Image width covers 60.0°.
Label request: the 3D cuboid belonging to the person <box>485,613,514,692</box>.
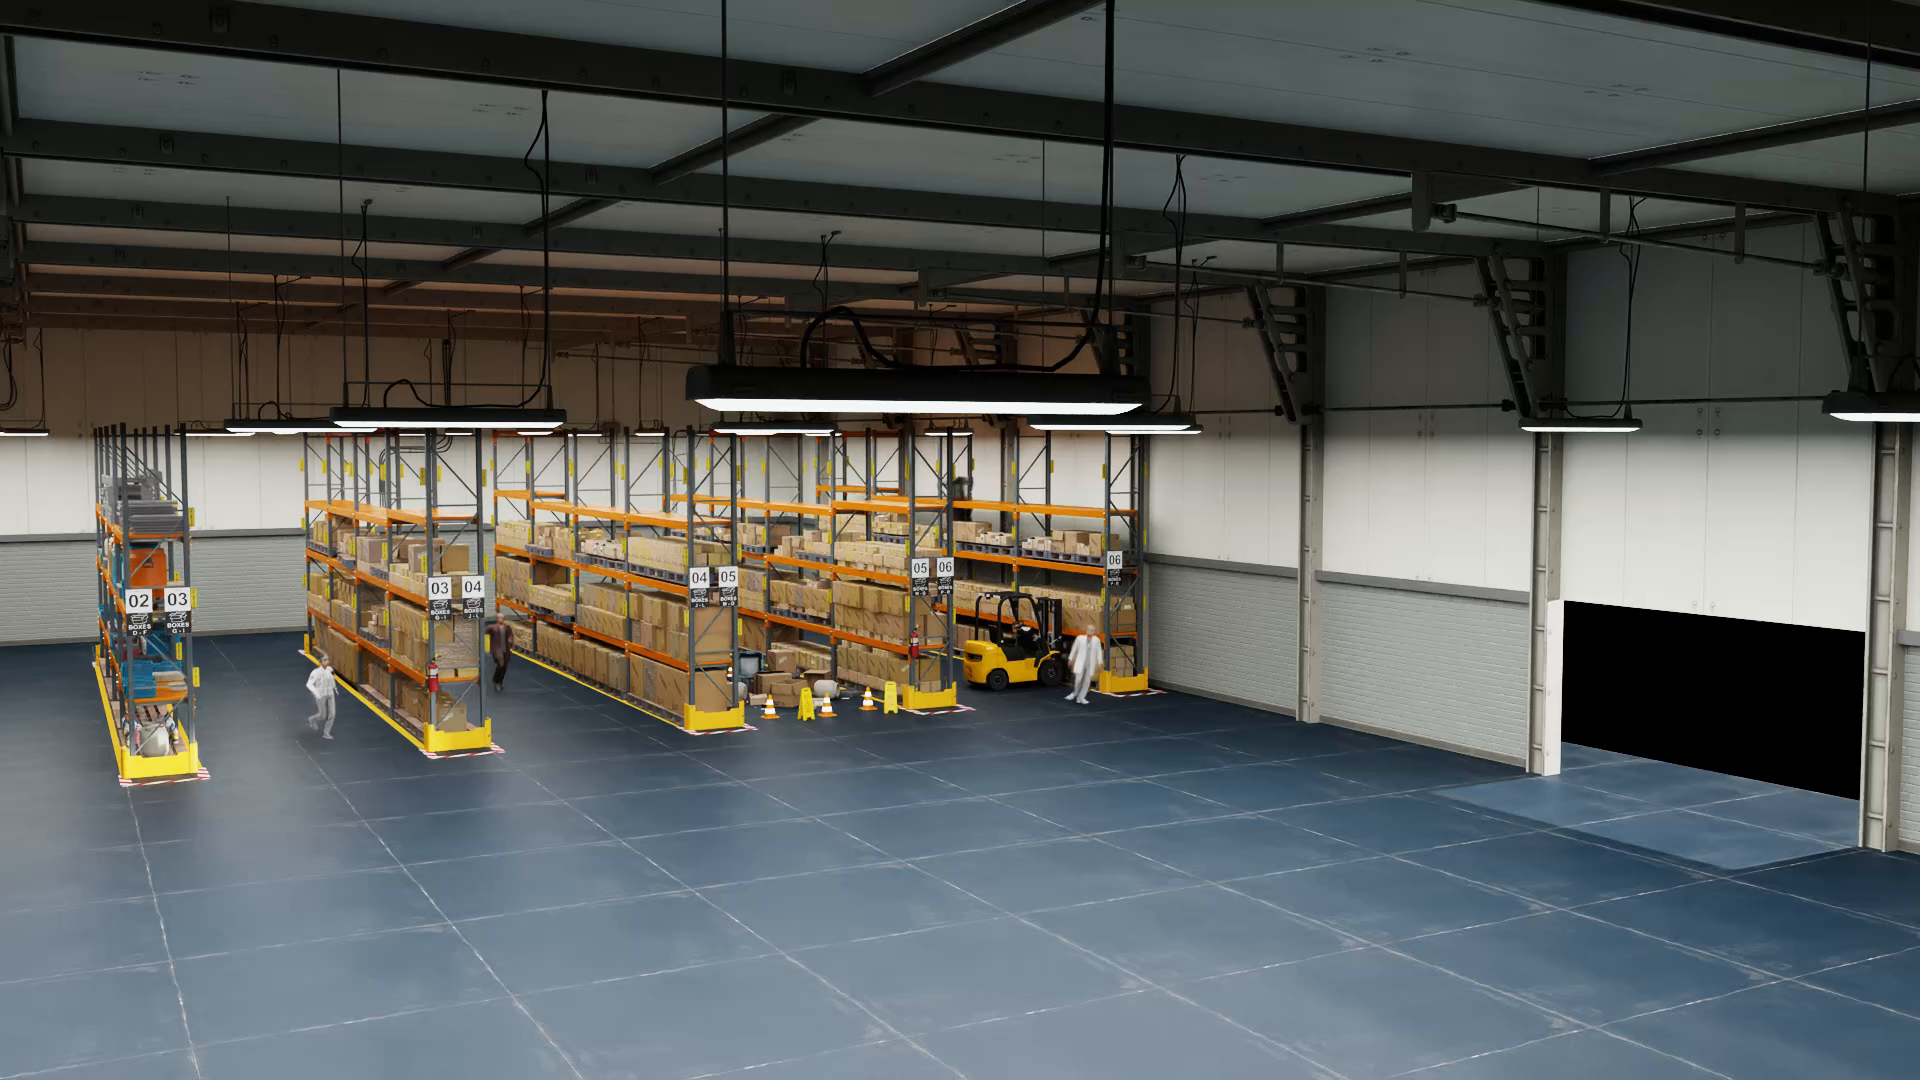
[{"bbox_3d":[-10.447,2.597,37.781,0.697,1.703,0.763,-3,5,-42],"label":"person"}]

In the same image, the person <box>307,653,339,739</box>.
[{"bbox_3d":[-12.215,2.978,31.870,0.651,1.651,0.629,3,4,39],"label":"person"}]

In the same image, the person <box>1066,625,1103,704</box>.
[{"bbox_3d":[2.693,2.681,35.932,0.740,1.745,0.570,-1,4,-11],"label":"person"}]
